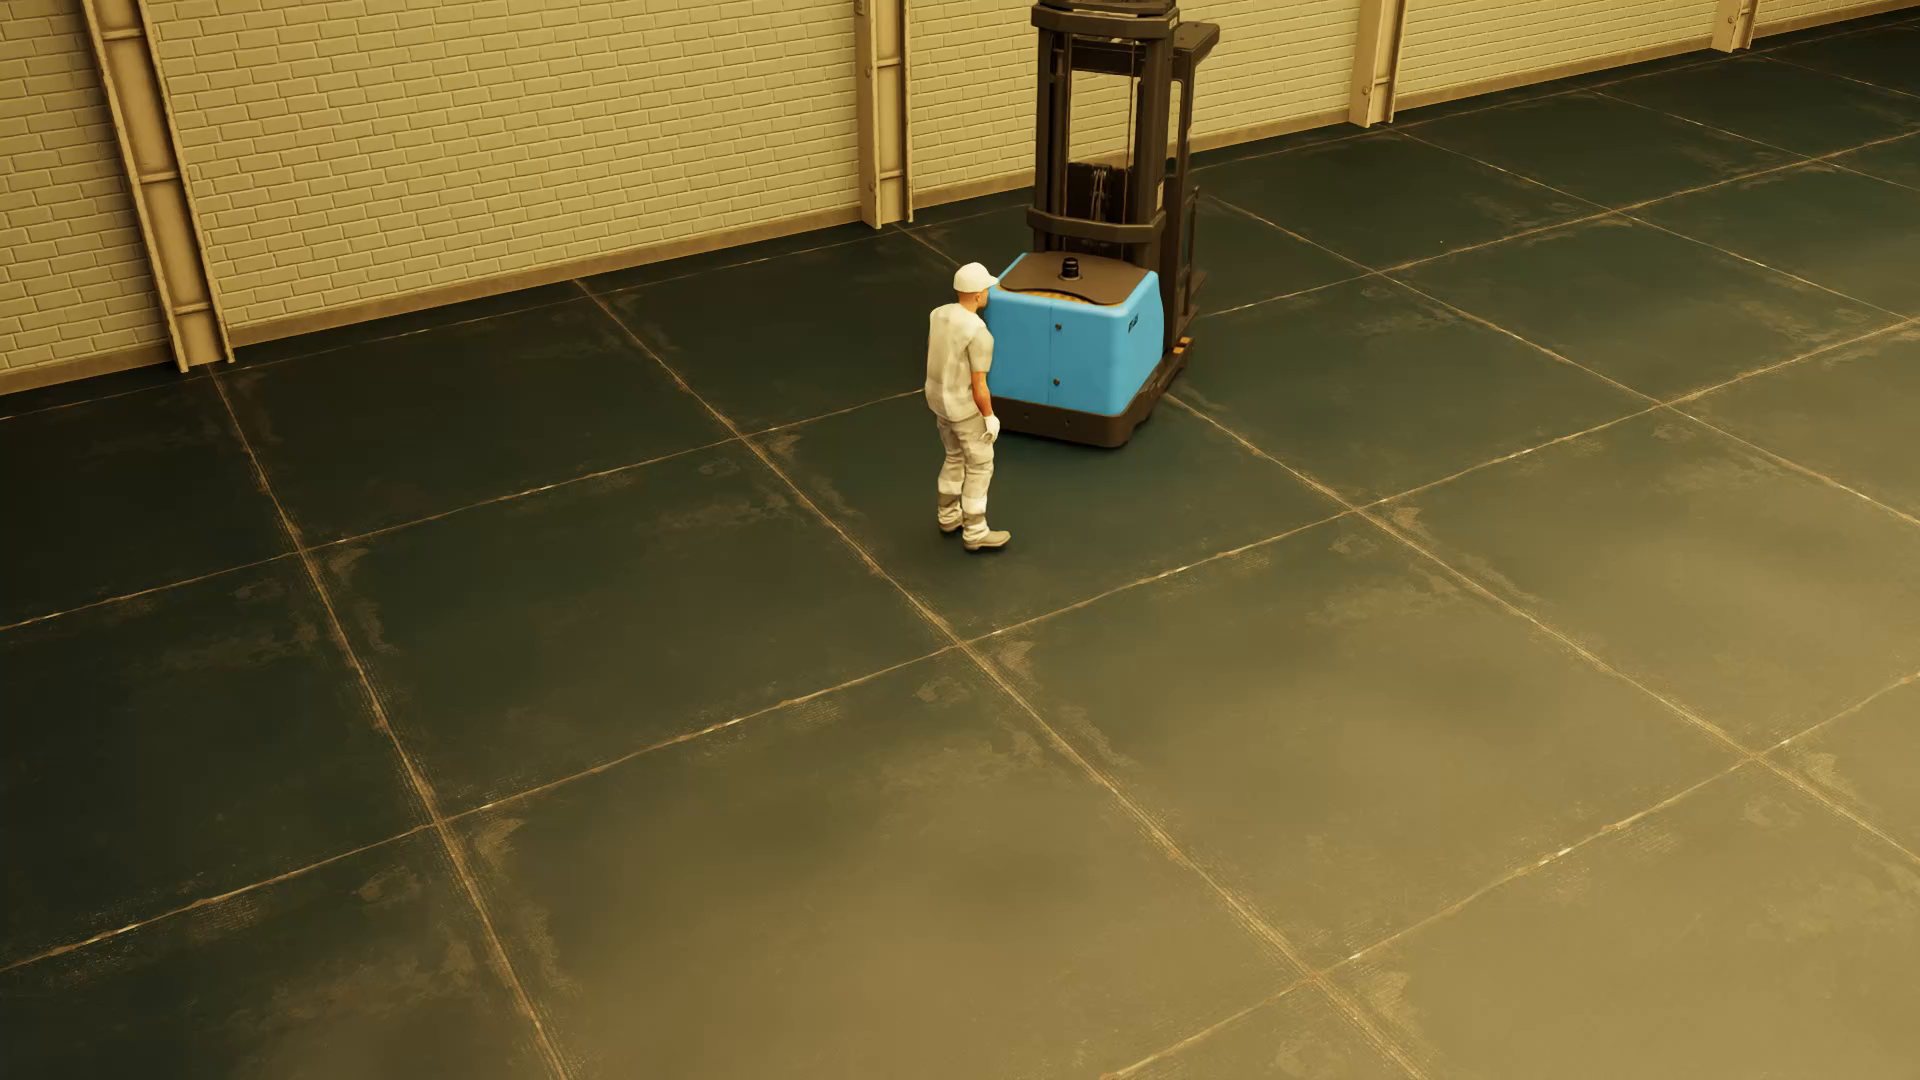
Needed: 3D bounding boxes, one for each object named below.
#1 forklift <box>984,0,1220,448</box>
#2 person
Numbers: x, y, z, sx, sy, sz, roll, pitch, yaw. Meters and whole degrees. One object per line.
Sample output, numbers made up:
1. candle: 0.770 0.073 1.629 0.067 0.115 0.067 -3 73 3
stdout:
1. forklift: 1.168 -2.635 12.047 1.130 2.935 3.031 12 33 19
2. person: 0.035 -0.811 10.050 0.452 1.776 0.608 -18 36 -28
